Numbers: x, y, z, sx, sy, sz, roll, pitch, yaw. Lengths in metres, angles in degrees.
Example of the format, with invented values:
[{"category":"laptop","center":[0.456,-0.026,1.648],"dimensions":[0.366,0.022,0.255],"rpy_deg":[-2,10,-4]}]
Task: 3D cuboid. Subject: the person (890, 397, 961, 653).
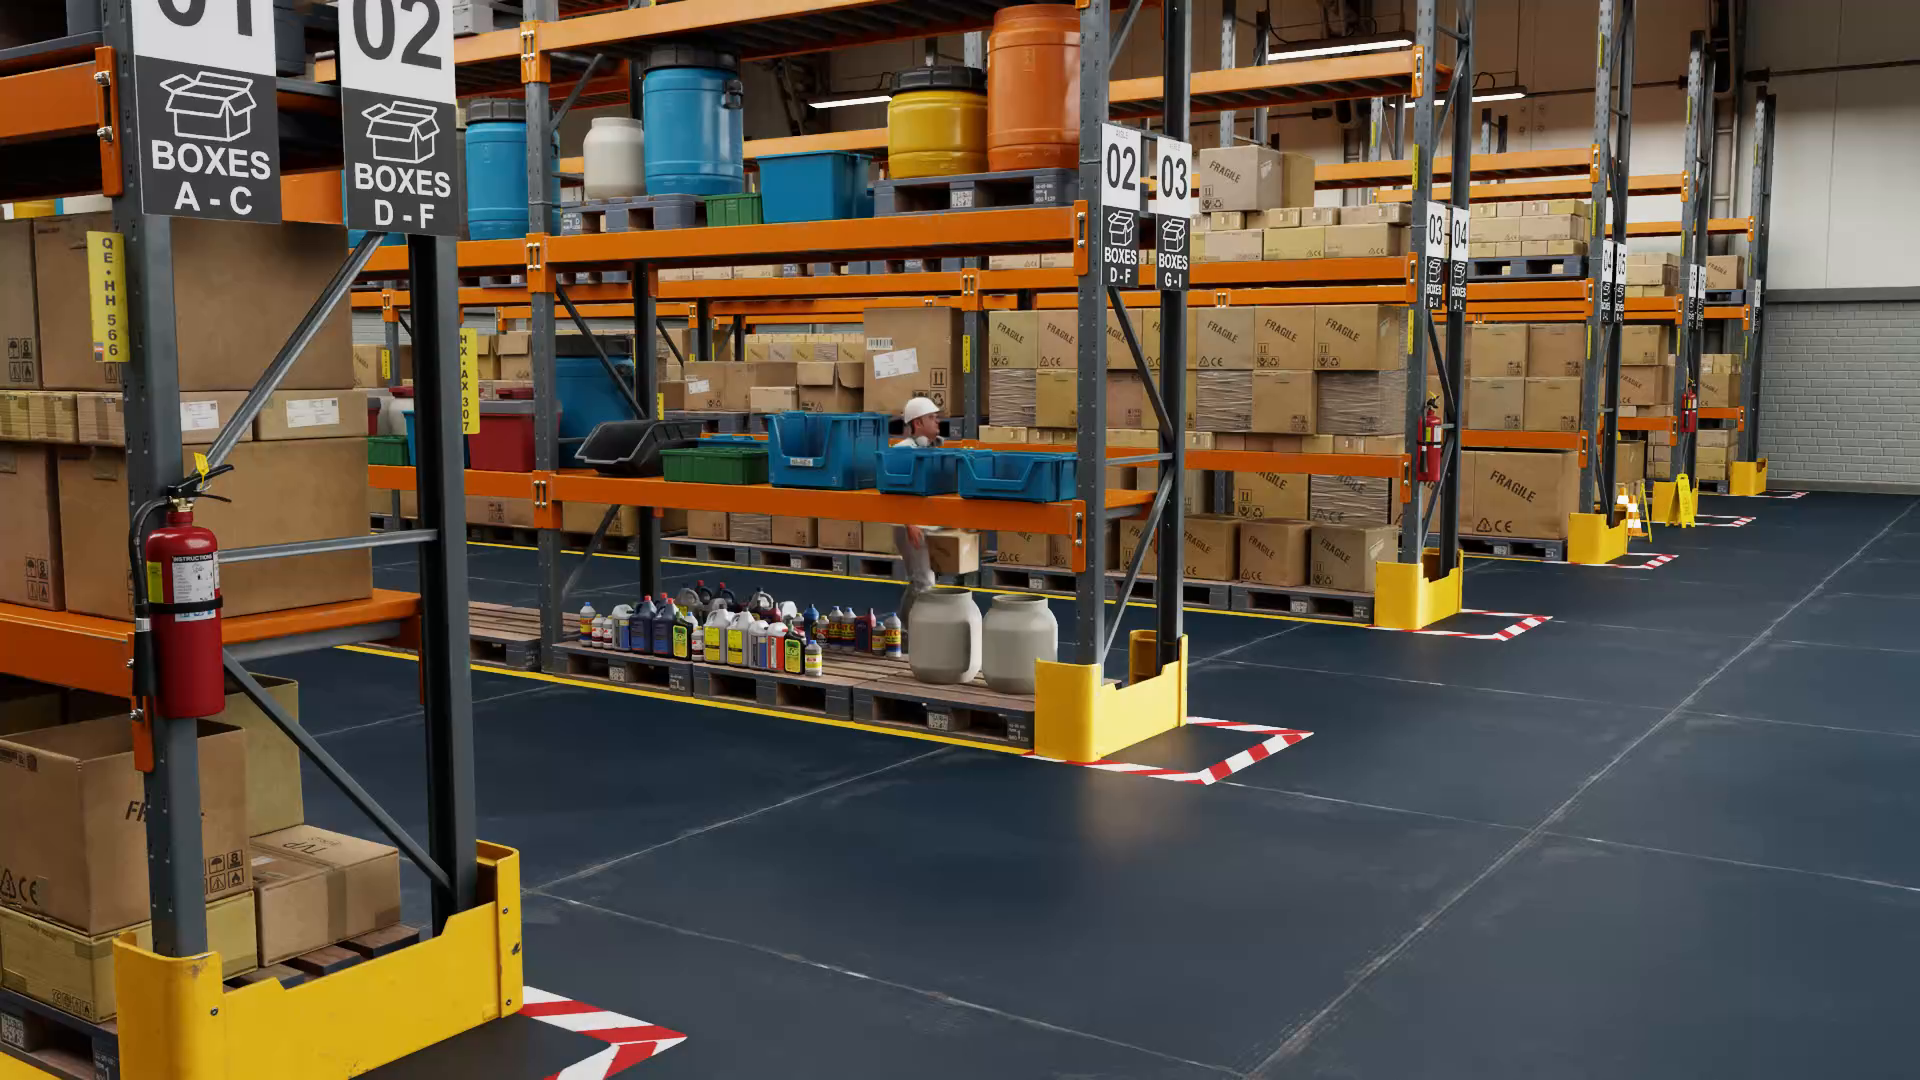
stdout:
[{"category":"person","center":[-0.188,-0.084,11.304],"dimensions":[0.646,1.766,0.540],"rpy_deg":[4,7,33]}]
